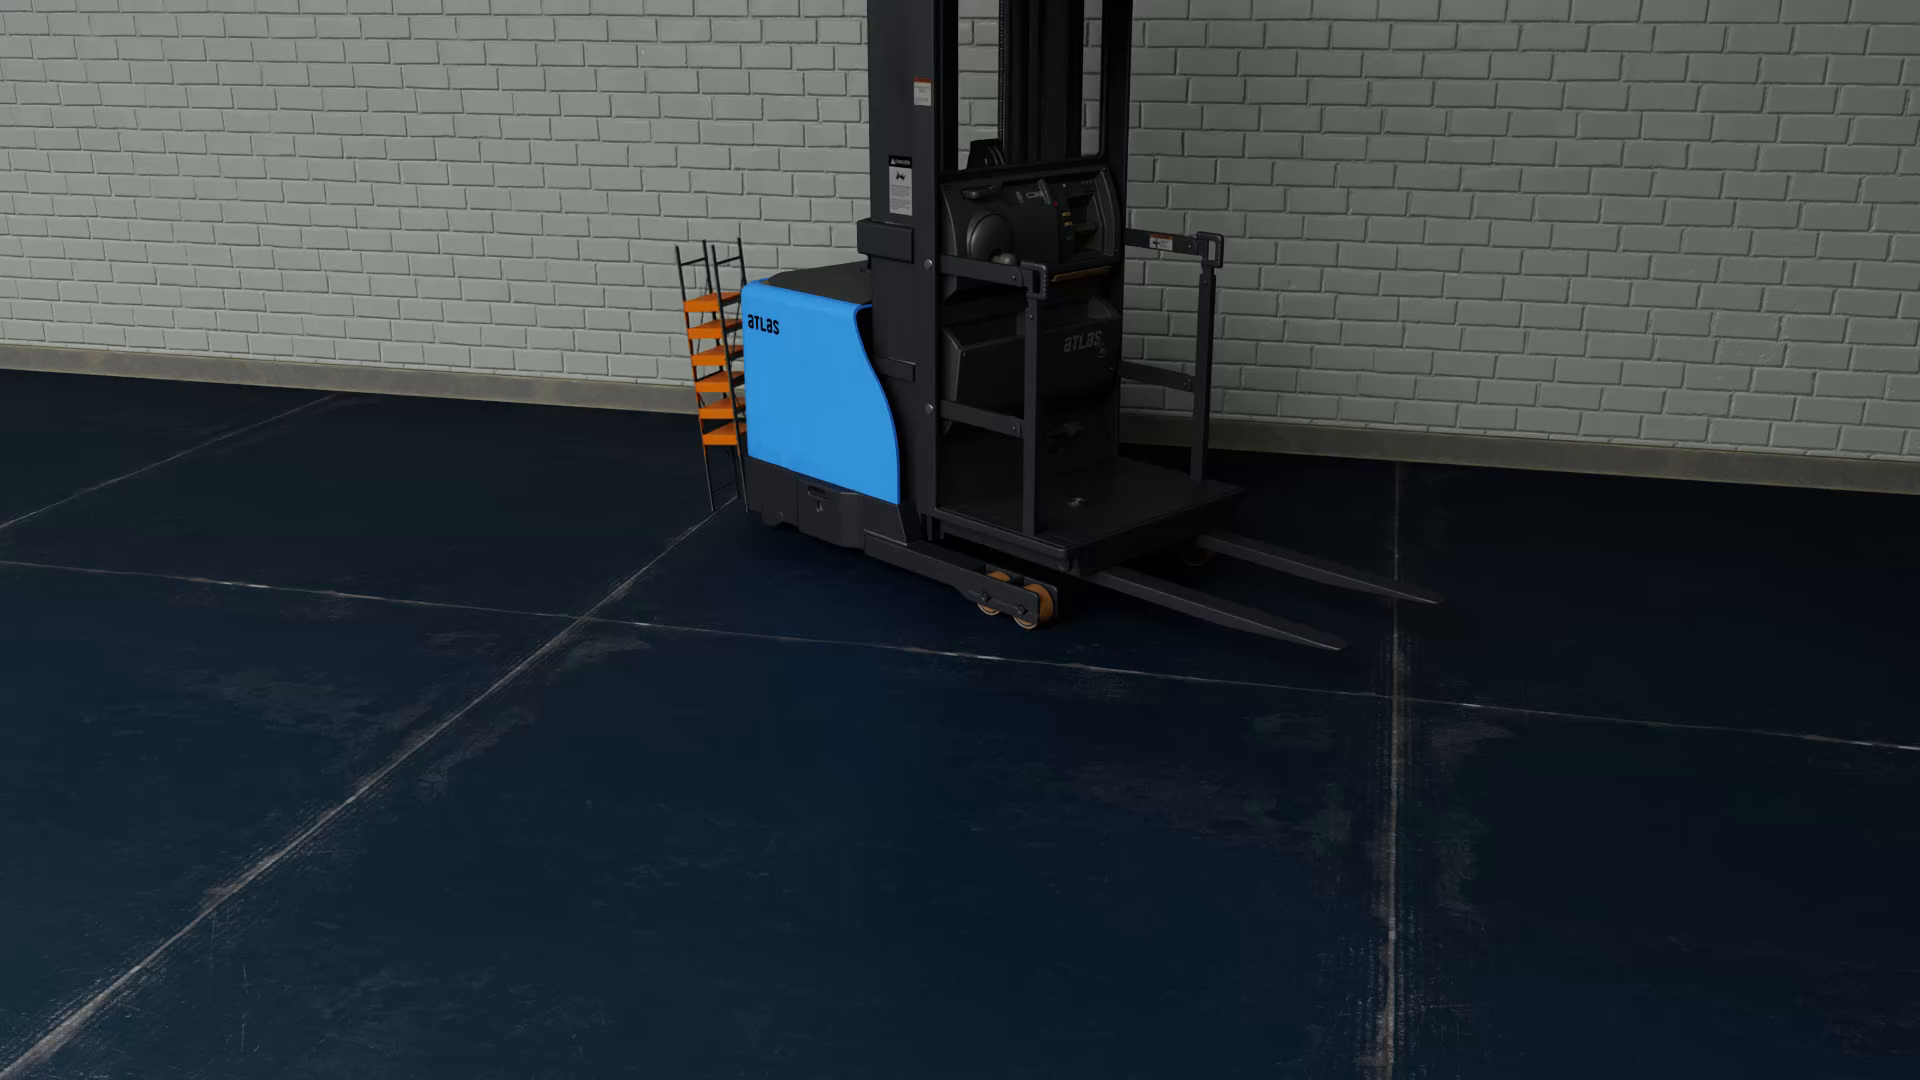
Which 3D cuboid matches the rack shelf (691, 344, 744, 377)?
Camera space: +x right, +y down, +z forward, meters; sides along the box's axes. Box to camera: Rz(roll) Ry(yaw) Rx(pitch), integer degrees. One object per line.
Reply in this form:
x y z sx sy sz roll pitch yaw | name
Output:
-1.055 -0.804 7.432 0.180 0.103 0.258 2 18 24 | rack shelf

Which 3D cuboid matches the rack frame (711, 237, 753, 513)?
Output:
-0.965 -0.729 7.416 0.006 1.200 0.240 2 18 24 | rack frame

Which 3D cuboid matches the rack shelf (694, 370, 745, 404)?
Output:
-1.044 -0.689 7.466 0.180 0.103 0.258 2 18 24 | rack shelf

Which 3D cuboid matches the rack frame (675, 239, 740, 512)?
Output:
-1.132 -0.735 7.491 0.006 1.200 0.240 2 18 24 | rack frame

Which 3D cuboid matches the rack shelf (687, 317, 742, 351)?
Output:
-1.066 -0.919 7.398 0.180 0.103 0.258 2 18 24 | rack shelf

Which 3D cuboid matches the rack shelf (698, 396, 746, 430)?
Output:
-1.033 -0.575 7.500 0.180 0.103 0.258 2 18 24 | rack shelf

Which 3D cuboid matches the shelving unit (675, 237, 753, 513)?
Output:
-1.048 -0.732 7.453 0.189 1.200 0.258 2 18 24 | shelving unit

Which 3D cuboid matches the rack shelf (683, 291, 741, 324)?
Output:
-1.077 -1.033 7.364 0.180 0.103 0.258 2 18 24 | rack shelf

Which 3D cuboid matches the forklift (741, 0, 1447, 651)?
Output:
0.433 -1.242 6.291 1.130 2.935 3.031 -17 25 -41 | forklift

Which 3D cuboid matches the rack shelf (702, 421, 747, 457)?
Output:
-1.022 -0.460 7.534 0.180 0.103 0.258 2 18 24 | rack shelf
